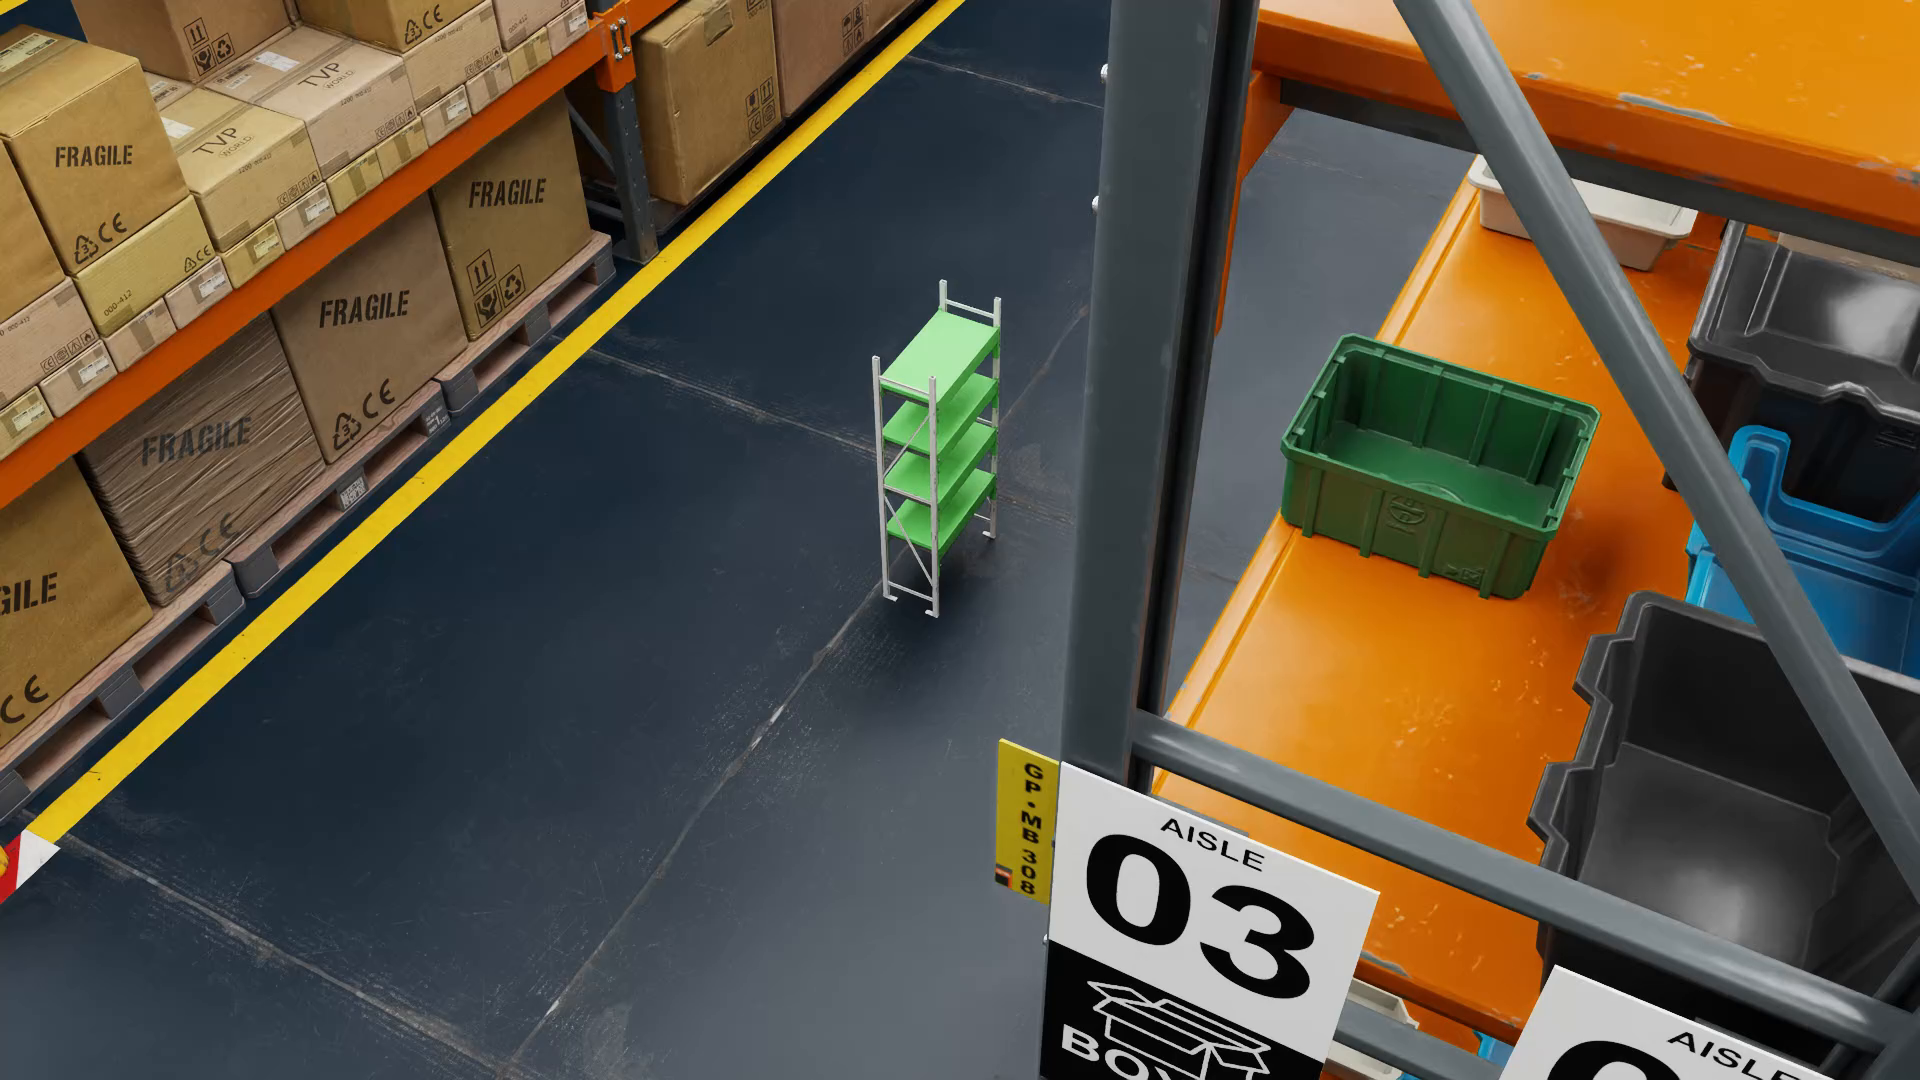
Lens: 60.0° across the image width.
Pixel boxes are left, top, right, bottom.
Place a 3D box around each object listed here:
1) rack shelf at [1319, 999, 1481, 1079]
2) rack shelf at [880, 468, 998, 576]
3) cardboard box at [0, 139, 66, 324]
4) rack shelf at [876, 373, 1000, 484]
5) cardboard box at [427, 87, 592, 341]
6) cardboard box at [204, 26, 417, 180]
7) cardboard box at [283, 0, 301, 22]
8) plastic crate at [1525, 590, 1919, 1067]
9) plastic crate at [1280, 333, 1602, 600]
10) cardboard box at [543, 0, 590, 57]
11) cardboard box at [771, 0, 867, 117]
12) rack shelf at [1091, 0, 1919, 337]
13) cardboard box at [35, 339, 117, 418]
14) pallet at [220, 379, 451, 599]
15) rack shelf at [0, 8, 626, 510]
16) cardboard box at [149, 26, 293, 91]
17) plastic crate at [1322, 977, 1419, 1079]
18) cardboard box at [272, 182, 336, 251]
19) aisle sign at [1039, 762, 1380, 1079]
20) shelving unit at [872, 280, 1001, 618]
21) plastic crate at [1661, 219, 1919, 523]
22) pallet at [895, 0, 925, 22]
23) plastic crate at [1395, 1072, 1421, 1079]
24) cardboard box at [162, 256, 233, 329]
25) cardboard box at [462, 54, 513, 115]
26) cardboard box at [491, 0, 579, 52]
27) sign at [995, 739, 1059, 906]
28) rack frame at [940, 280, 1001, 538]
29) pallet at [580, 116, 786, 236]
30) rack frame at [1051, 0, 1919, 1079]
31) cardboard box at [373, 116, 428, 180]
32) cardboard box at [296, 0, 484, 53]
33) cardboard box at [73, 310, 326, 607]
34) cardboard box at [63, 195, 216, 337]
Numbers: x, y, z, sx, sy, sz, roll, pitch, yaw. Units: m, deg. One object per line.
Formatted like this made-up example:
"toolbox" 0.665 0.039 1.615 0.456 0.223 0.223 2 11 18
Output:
"rack shelf" 1.518 0.567 4.586 1.077 0.370 4.000 20 49 19
"rack shelf" -0.077 -0.104 6.436 0.258 0.148 0.480 20 49 19
"cardboard box" -3.103 -0.905 4.904 0.500 0.500 0.500 19 48 18
"rack shelf" -0.077 -0.441 6.095 0.258 0.148 0.480 20 49 19
"cardboard box" -2.318 -1.592 7.413 0.875 0.875 0.875 20 49 19
"cardboard box" -2.388 -1.620 6.138 0.500 0.250 0.500 21 49 20
"cardboard box" -2.625 -2.371 6.354 0.500 0.500 0.500 20 49 19
"plastic crate" 1.015 0.415 2.214 0.497 0.269 0.590 20 49 19
"plastic crate" 0.795 -0.121 2.801 0.450 0.188 0.336 20 49 19
"cardboard box" -1.792 -2.192 6.984 0.380 0.149 0.250 21 49 19
"cardboard box" -1.247 -2.955 8.760 1.225 0.875 0.875 19 48 18
"rack shelf" 1.518 -1.401 2.595 1.077 0.370 4.000 20 49 19
"cardboard box" -2.984 -0.576 5.387 0.380 0.149 0.250 20 49 18
"pallet" -2.928 -0.376 6.973 1.003 0.211 1.213 20 49 19
"rack shelf" -2.869 -1.068 6.203 1.077 0.370 4.000 20 49 19
"cardboard box" -2.861 -1.783 6.300 0.500 0.250 0.500 22 49 20
"plastic crate" 0.808 1.072 3.724 0.396 0.136 0.243 20 49 19
"cardboard box" -2.507 -1.223 6.026 0.380 0.149 0.250 21 49 20
"aisle sign" 0.297 0.609 2.211 0.394 0.787 0.004 20 49 19
"shelving unit" -0.077 -0.317 6.220 0.258 1.200 0.503 20 49 19
"plastic crate" 1.542 -0.330 2.902 0.504 0.338 0.767 20 49 19
"pallet" -0.516 -3.649 10.208 1.003 0.211 1.213 20 49 19
"plastic crate" 0.580 1.268 3.321 0.616 0.435 0.499 20 49 19
"cardboard box" -2.746 -0.898 5.705 0.380 0.149 0.250 20 49 19
"cardboard box" -2.031 -1.869 6.664 0.380 0.149 0.250 20 49 18
"cardboard box" -1.913 -2.268 6.779 0.500 0.250 0.500 20 49 18
"sign" 0.095 0.385 2.225 0.100 0.325 0.005 20 49 19
"rack frame" 0.036 -0.471 6.372 0.240 1.200 0.015 20 49 19
"pallet" -1.649 -2.112 8.689 1.003 0.211 1.213 20 49 19
"rack frame" 0.590 -0.535 0.951 1.000 3.000 0.127 20 49 19
"cardboard box" -2.269 -1.544 6.344 0.380 0.149 0.250 21 49 20
"cardboard box" -2.153 -2.204 6.189 0.500 0.500 0.500 21 49 19
"cardboard box" -3.149 -0.465 6.299 0.875 0.875 0.875 20 49 19
"cardboard box" -2.864 -0.971 5.497 0.500 0.250 0.500 19 48 18
